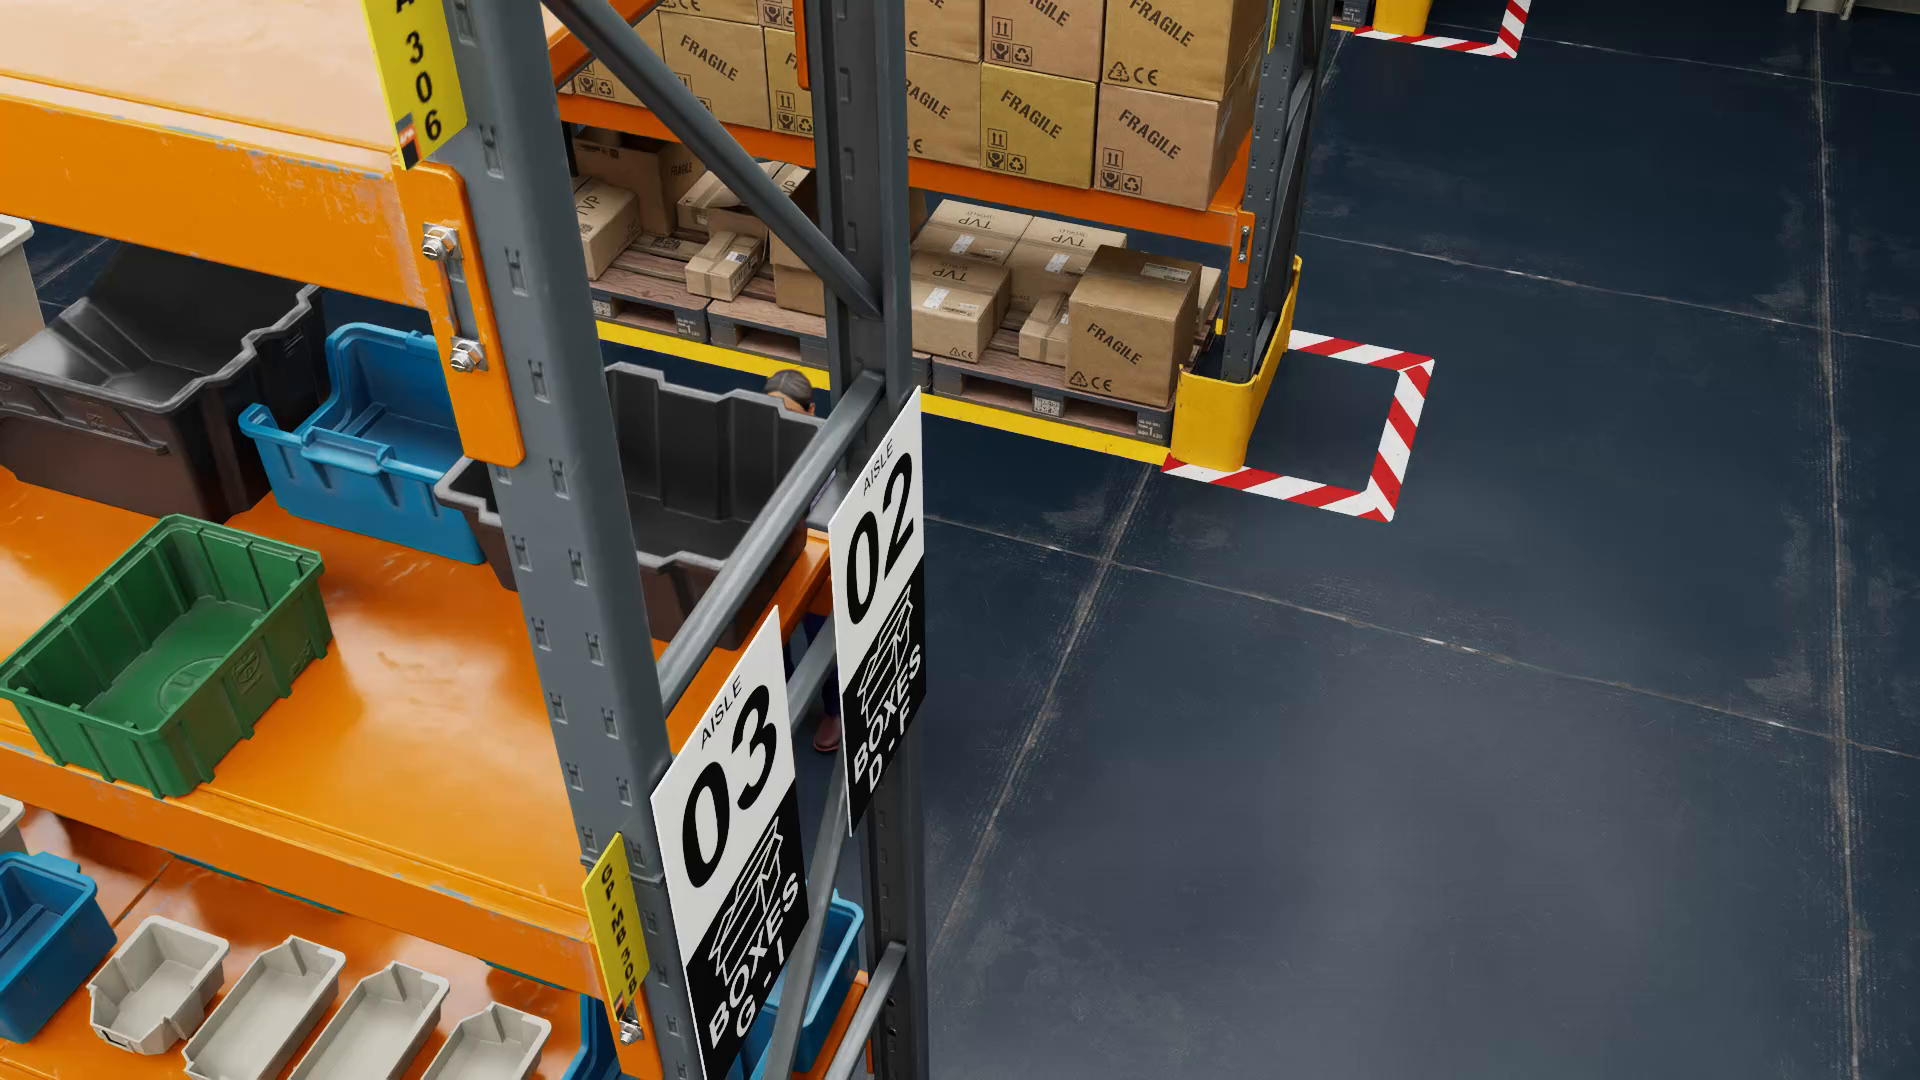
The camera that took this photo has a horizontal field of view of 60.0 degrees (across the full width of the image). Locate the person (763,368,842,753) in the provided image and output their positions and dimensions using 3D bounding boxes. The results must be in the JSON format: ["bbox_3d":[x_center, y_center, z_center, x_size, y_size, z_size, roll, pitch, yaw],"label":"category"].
[{"bbox_3d":[-0.629,0.126,6.031,0.471,1.641,0.511,13,43,15],"label":"person"}]
